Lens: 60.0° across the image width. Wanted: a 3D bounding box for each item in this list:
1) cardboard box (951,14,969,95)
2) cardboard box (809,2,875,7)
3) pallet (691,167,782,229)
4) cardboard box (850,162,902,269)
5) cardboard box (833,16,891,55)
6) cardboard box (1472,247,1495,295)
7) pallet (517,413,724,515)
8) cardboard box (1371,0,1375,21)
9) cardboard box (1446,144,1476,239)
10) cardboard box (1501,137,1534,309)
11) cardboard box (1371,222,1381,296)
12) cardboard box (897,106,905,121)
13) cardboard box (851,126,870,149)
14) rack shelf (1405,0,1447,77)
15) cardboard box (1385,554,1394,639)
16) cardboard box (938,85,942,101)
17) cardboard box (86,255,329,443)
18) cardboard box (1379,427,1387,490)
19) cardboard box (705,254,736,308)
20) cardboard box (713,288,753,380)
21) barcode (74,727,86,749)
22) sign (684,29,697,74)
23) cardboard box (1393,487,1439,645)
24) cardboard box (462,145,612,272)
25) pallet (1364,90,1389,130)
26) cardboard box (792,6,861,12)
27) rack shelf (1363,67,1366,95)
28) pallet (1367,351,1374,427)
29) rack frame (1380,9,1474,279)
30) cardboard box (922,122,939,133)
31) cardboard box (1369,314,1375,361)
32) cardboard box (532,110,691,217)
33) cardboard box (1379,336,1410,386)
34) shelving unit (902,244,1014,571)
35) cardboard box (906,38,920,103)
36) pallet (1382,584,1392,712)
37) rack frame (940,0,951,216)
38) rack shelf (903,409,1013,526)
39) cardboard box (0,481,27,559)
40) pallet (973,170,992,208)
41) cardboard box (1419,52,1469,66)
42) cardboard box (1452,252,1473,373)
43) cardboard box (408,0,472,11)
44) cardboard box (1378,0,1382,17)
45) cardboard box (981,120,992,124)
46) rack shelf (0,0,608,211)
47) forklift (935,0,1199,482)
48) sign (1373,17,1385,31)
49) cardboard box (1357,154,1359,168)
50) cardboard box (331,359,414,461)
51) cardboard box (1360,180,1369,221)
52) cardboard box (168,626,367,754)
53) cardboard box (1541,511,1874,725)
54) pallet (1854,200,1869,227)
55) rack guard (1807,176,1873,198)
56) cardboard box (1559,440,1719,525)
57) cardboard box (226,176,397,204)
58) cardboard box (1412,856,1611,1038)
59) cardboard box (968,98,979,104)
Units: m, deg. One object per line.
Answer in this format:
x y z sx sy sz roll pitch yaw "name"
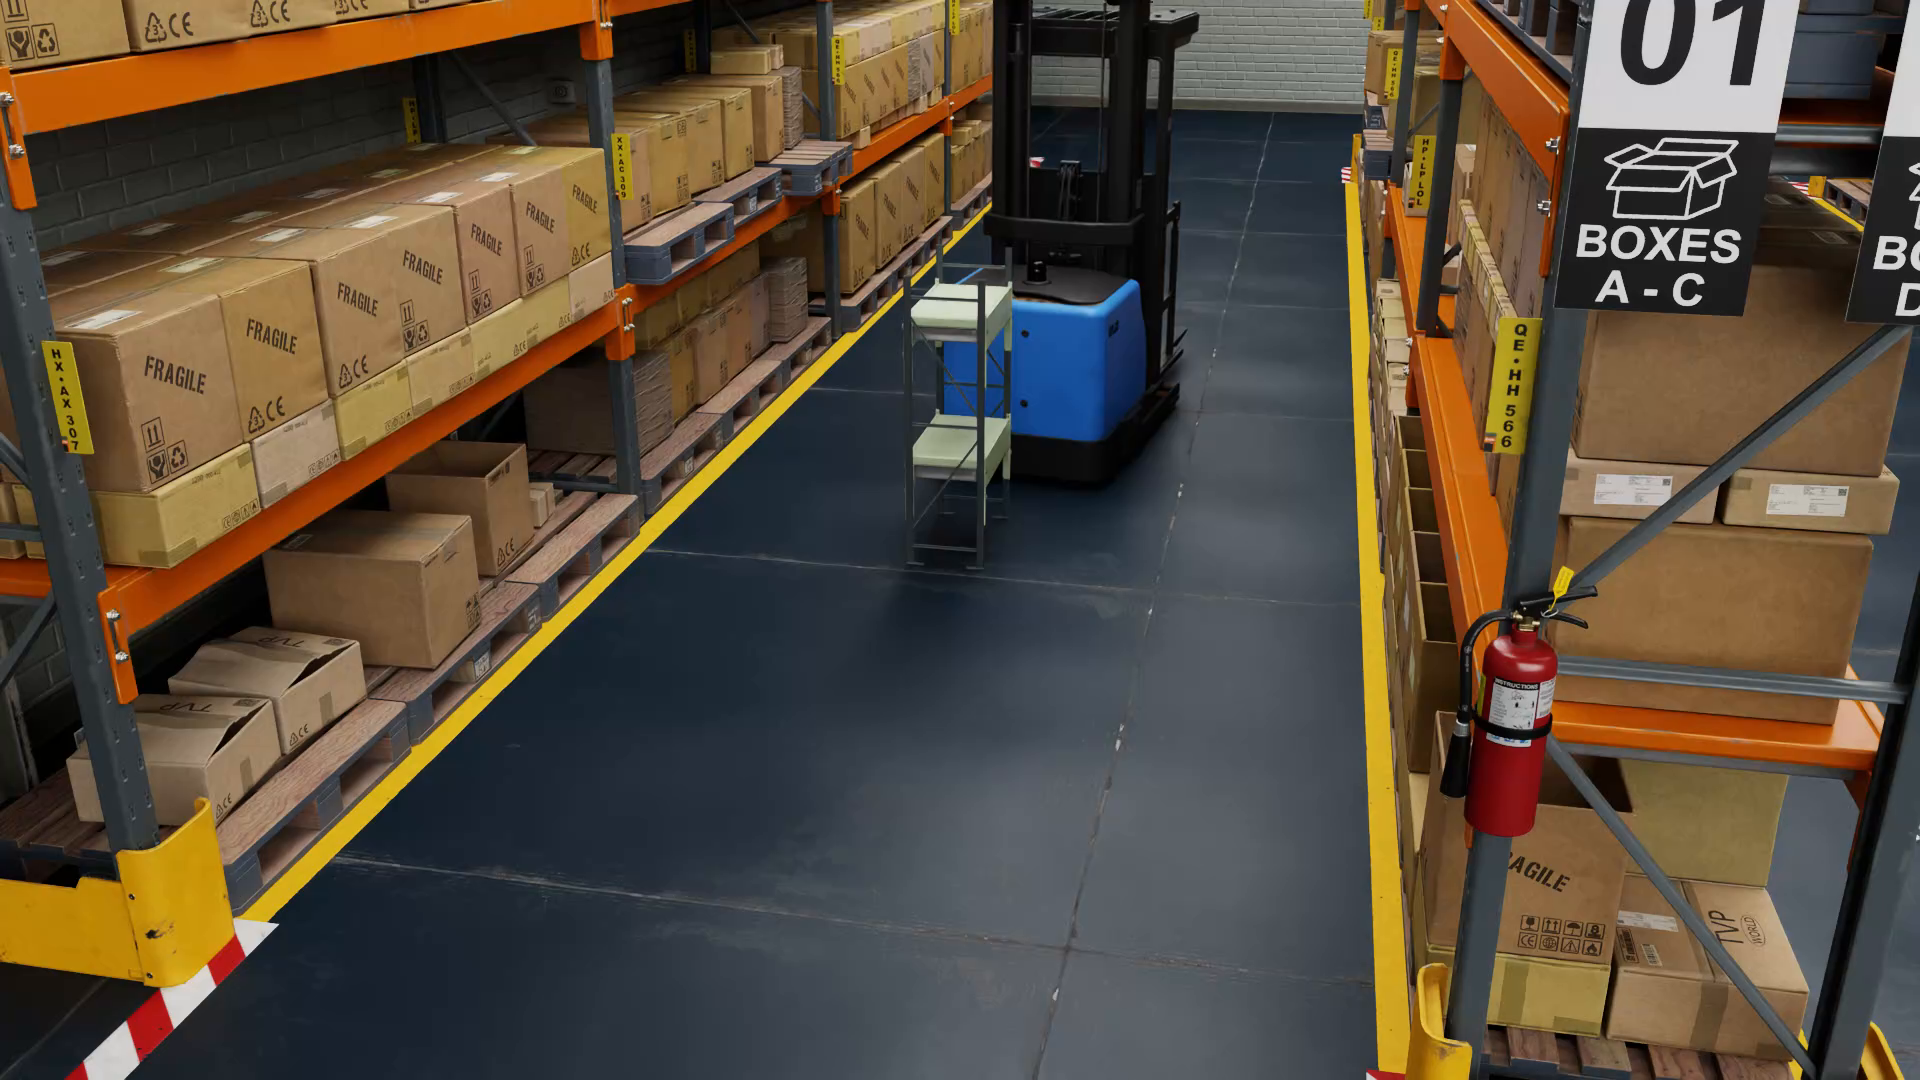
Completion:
-0.464 -4.763 16.263 0.980 0.700 0.700 5 22 12 "cardboard box"
-1.039 -4.628 14.767 0.500 0.250 0.500 5 22 12 "cardboard box"
-1.770 -2.148 10.428 1.003 0.211 1.213 4 22 11 "pallet"
-0.943 -2.740 13.958 0.750 0.750 0.750 4 22 11 "cardboard box"
-0.854 -4.031 13.286 0.500 0.250 0.500 5 22 11 "cardboard box"
2.176 -1.015 6.356 0.380 0.149 0.250 4 22 9 "cardboard box"
-2.065 -0.492 9.793 1.003 0.211 1.213 4 22 11 "pallet"
4.728 -5.881 17.969 0.500 0.500 0.500 5 23 13 "cardboard box"
3.117 -2.019 9.718 0.500 0.500 0.500 3 22 8 "cardboard box"
2.236 -1.059 5.598 0.700 0.500 0.500 4 22 11 "cardboard box"
3.511 -2.181 13.011 0.500 0.500 0.500 4 22 9 "cardboard box"
-0.684 -3.713 14.367 0.380 0.149 0.250 4 22 9 "cardboard box"
-0.915 -3.141 12.948 0.380 0.149 0.250 5 23 13 "cardboard box"
3.036 -2.914 9.021 1.077 0.370 4.000 4 22 11 "rack shelf"
2.129 0.285 7.249 0.500 0.250 0.500 4 22 11 "cardboard box"
-0.382 -4.174 15.512 0.380 0.149 0.250 5 22 11 "cardboard box"
-2.537 -0.657 5.640 0.500 0.500 0.500 5 22 11 "cardboard box"
2.533 -0.403 8.956 0.500 0.250 0.500 4 22 10 "cardboard box"
-1.780 -1.697 10.805 0.500 0.250 0.500 4 22 11 "cardboard box"
-1.795 -1.378 11.016 0.700 0.500 0.500 4 22 11 "cardboard box"
-3.197 0.718 6.054 0.001 0.075 0.075 4 22 11 "barcode"
-1.950 -3.542 12.083 0.100 0.325 0.005 4 22 11 "sign"
2.023 0.120 6.656 0.500 0.500 0.500 4 22 11 "cardboard box"
-2.016 -1.592 7.961 0.500 0.500 0.500 4 22 11 "cardboard box"
3.990 -3.677 14.226 1.003 0.211 1.213 4 22 11 "pallet"
-1.137 -4.444 14.311 0.500 0.250 0.500 4 22 9 "cardboard box"
4.668 -4.448 16.846 1.077 0.370 4.000 4 22 11 "rack shelf"
3.238 -0.996 11.044 1.003 0.211 1.213 4 22 11 "pallet"
3.444 -2.587 11.263 1.000 3.000 0.127 4 22 11 "rack frame"
-0.402 -4.280 17.381 0.380 0.149 0.250 4 22 9 "cardboard box"
3.049 -1.338 11.278 0.500 0.250 0.500 4 22 11 "cardboard box"
-1.964 -2.139 9.426 0.700 0.500 0.500 7 23 16 "cardboard box"
2.740 -1.031 9.765 0.500 0.311 0.500 4 22 10 "cardboard box"
-0.001 -0.693 8.567 0.431 1.500 0.755 4 22 11 "shelving unit"
-0.643 -4.062 14.365 0.500 0.500 0.500 4 22 11 "cardboard box"
2.424 0.456 7.437 1.003 0.211 1.213 4 22 11 "pallet"
-0.590 -4.427 15.830 1.000 3.000 0.127 4 22 11 "rack frame"
-0.001 -0.391 8.689 0.431 0.370 0.720 4 22 11 "rack shelf"
-3.133 -0.163 5.418 0.500 0.250 0.500 5 22 12 "cardboard box"
-0.112 -3.853 18.137 1.003 0.211 1.213 4 22 11 "pallet"
3.836 -3.387 12.554 0.700 0.500 0.500 9 24 21 "cardboard box"
2.543 -1.008 7.208 0.700 0.500 0.500 4 22 10 "cardboard box"
-2.275 -2.355 6.510 0.500 0.500 0.500 4 22 9 "cardboard box"
4.212 -4.953 15.664 0.500 0.500 0.500 4 22 10 "cardboard box"
0.079 -4.478 18.742 0.700 0.500 0.500 4 22 11 "cardboard box"
-2.631 -1.827 6.323 1.077 0.370 4.000 4 22 11 "rack shelf"
0.819 -2.211 10.419 1.130 2.935 3.031 8 23 18 "forklift"
3.727 -4.490 14.829 0.100 0.325 0.005 4 22 11 "sign"
4.603 -4.185 18.433 0.380 0.166 0.250 4 22 11 "cardboard box"
-2.427 -0.509 6.276 0.500 0.250 0.500 4 22 10 "cardboard box"
4.099 -3.325 15.851 0.500 0.500 0.500 4 22 11 "cardboard box"
-2.693 0.551 6.482 0.500 0.311 0.500 6 23 15 "cardboard box"
1.919 0.122 4.401 0.700 0.500 0.500 4 22 11 "cardboard box"
9.467 -3.097 16.262 1.003 0.211 1.213 4 22 11 "pallet"
9.917 -3.985 18.078 1.175 0.500 0.348 4 22 11 "rack guard"
1.703 -0.163 4.242 0.380 0.149 0.250 4 22 10 "cardboard box"
-2.739 -1.262 7.141 0.500 0.500 0.500 5 22 12 "cardboard box"
1.632 1.200 4.977 0.500 0.250 0.500 4 22 11 "cardboard box"
0.011 -5.023 19.226 0.380 0.149 0.250 5 22 11 "cardboard box"
